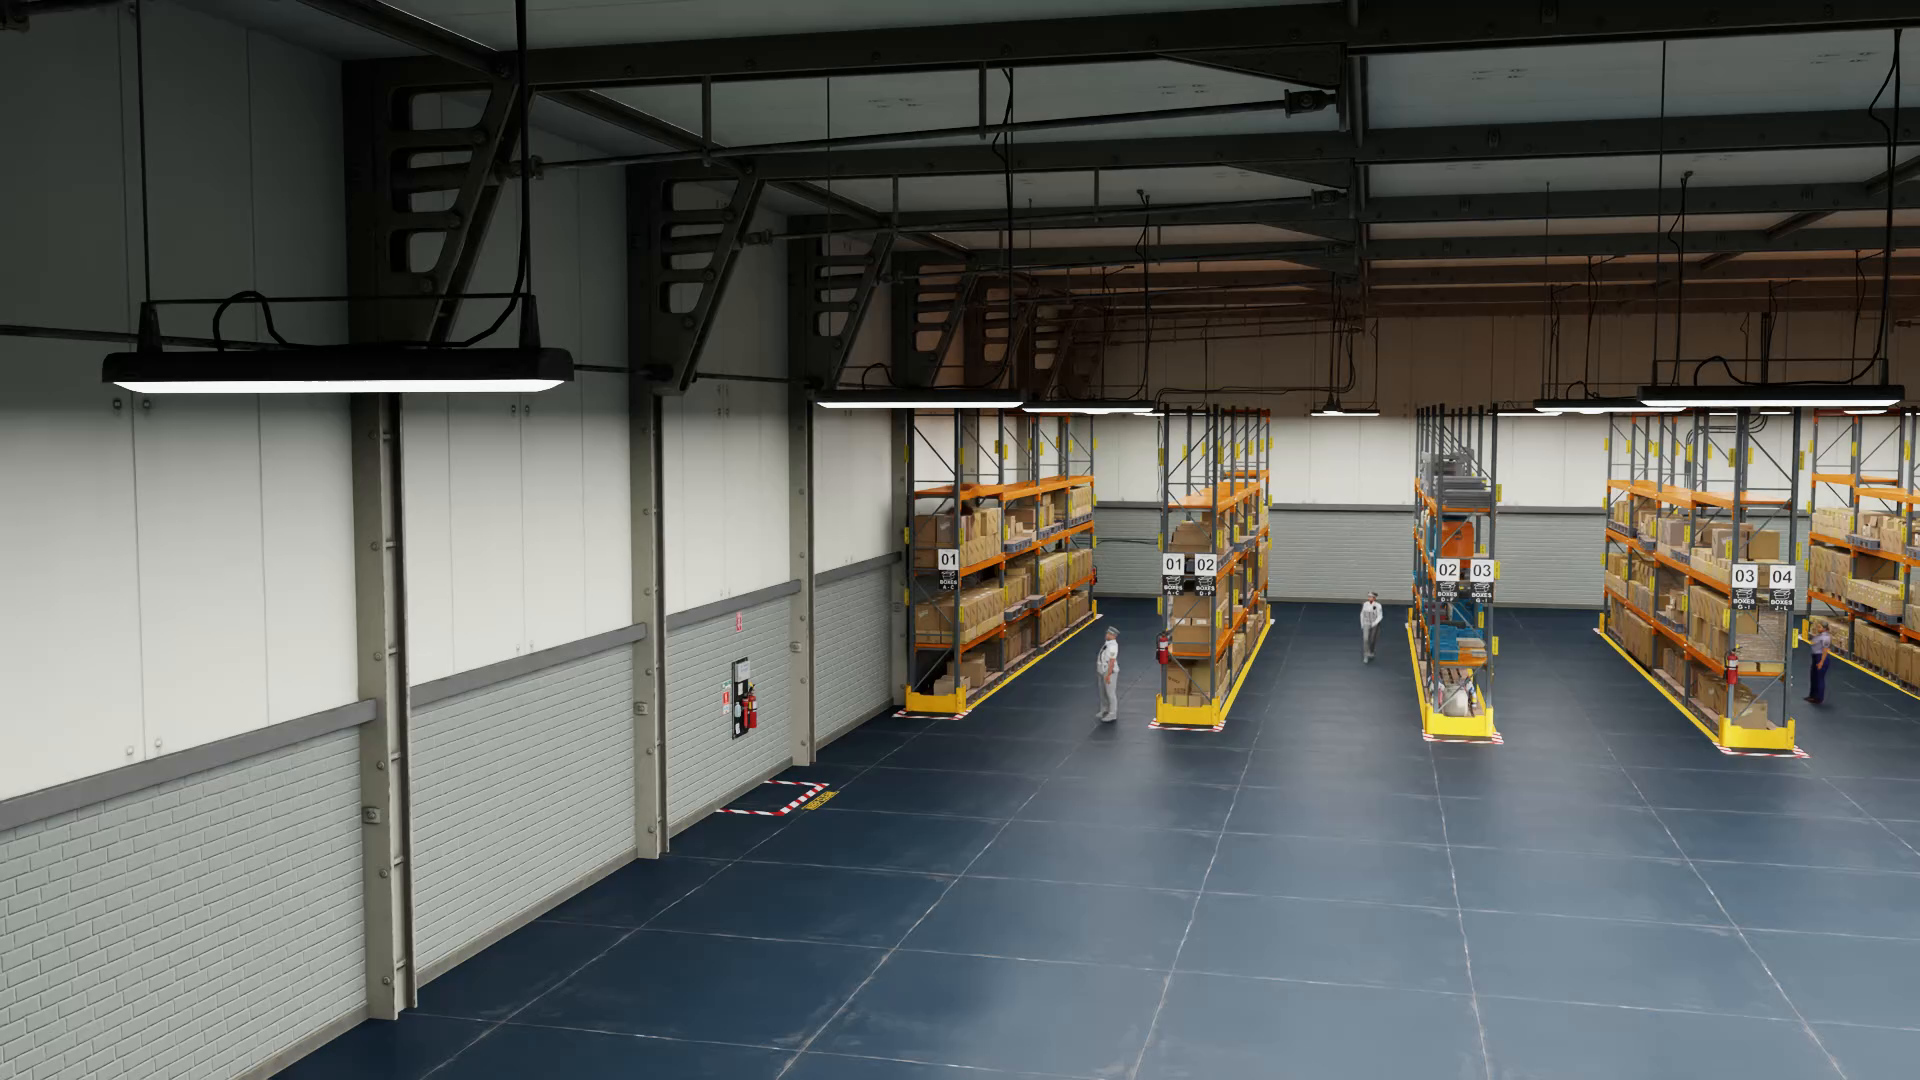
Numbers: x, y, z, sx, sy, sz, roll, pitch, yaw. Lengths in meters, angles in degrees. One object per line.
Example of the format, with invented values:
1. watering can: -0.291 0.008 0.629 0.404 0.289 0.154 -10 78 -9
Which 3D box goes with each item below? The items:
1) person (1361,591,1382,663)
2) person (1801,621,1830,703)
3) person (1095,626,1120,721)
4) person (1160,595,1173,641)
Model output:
1. person: 9.754 2.048 39.415 0.496 1.696 0.897 1 4 16
2. person: 17.285 2.458 33.572 0.459 1.658 0.511 2 5 23
3. person: 2.820 2.518 31.704 0.441 1.782 0.600 -1 4 -17
4. person: 5.393 1.697 43.084 0.391 1.809 0.640 2 4 20
